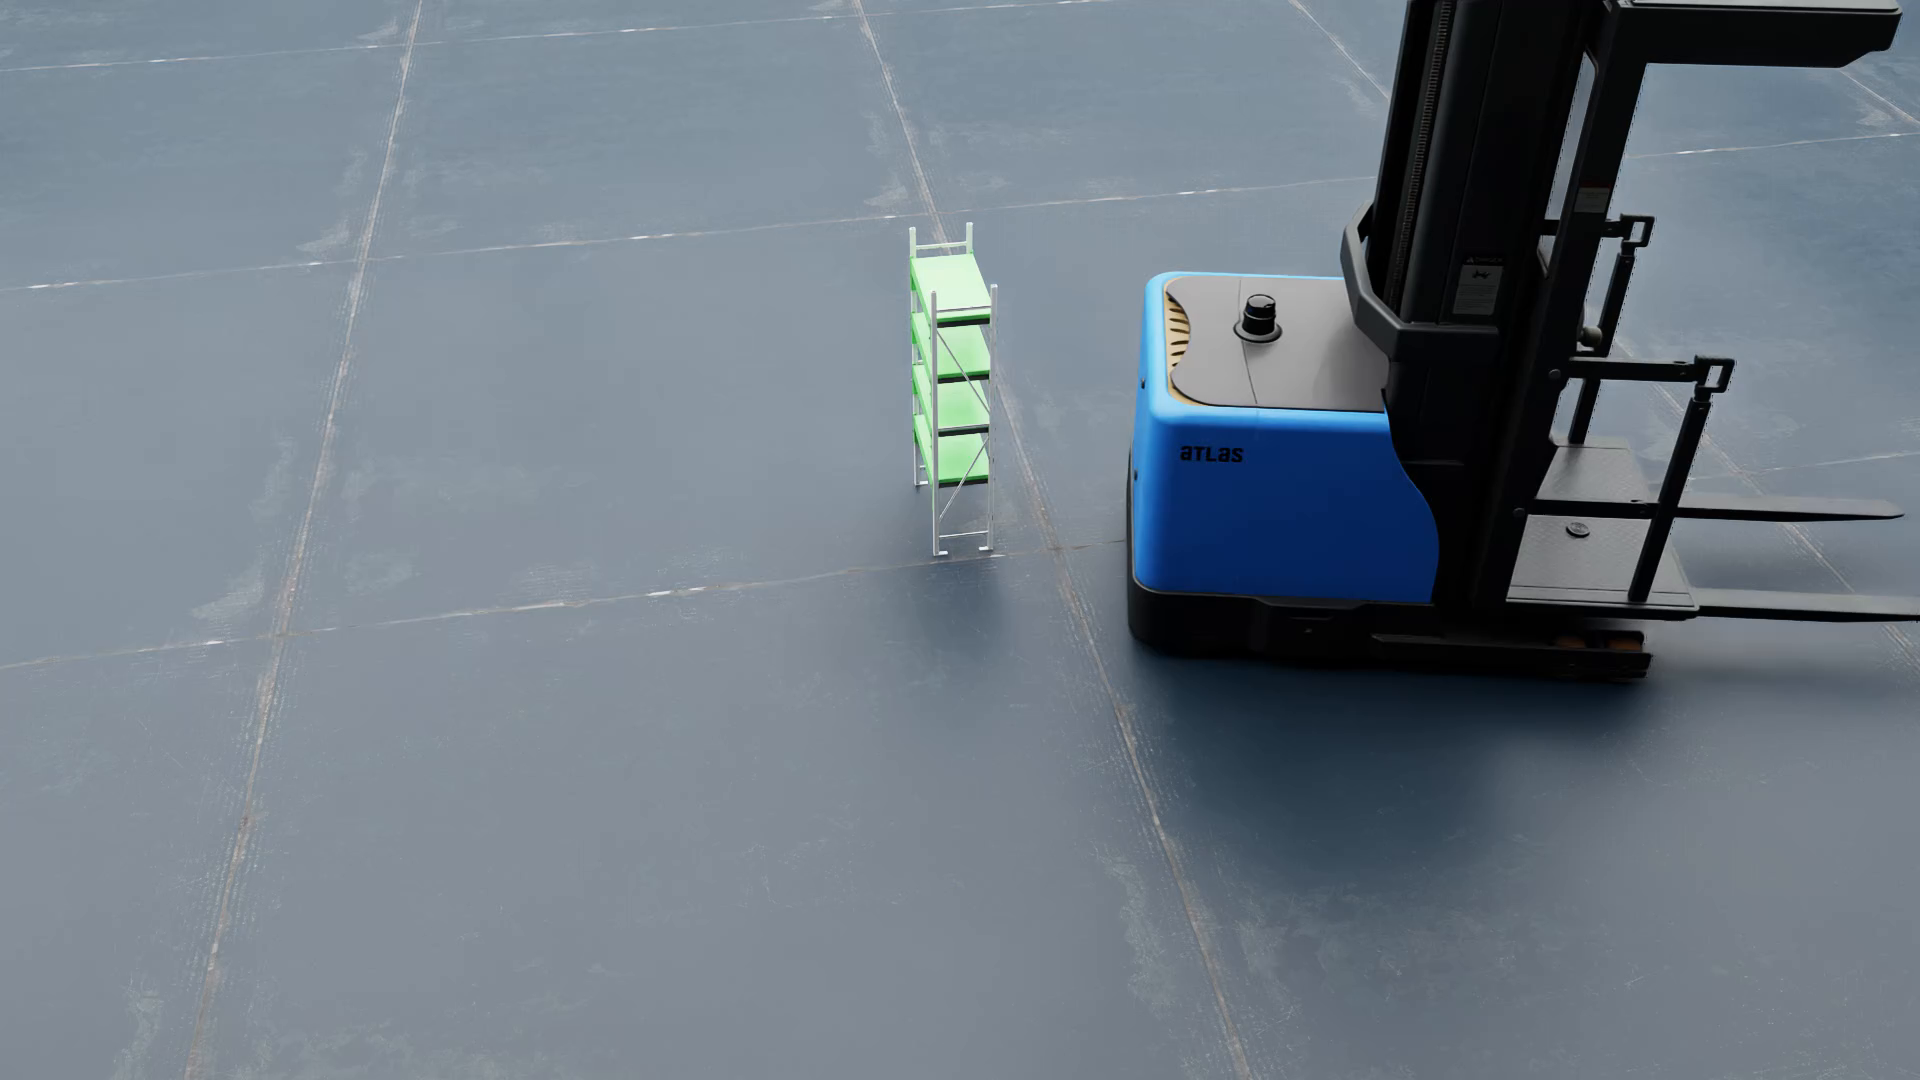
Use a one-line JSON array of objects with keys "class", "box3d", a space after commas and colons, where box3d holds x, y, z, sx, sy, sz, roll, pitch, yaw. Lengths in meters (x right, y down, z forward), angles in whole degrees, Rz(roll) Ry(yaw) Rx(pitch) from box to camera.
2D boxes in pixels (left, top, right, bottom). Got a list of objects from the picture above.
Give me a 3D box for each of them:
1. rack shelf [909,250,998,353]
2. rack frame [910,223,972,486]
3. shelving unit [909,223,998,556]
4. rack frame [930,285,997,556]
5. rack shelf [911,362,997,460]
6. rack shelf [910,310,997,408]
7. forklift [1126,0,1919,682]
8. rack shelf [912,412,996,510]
[{"class": "rack shelf", "box3d": [-0.029, -0.902, 6.255, 0.258, 0.148, 0.480, -6, 38, -8]}, {"class": "rack frame", "box3d": [-0.072, -0.721, 6.700, 0.240, 1.200, 0.015, -6, 38, -8]}, {"class": "shelving unit", "box3d": [-0.029, -0.574, 6.511, 0.258, 1.200, 0.503, -6, 38, -8]}, {"class": "rack frame", "box3d": [0.014, -0.426, 6.321, 0.240, 1.200, 0.015, -6, 38, -8]}, {"class": "rack shelf", "box3d": [-0.029, -0.523, 6.550, 0.258, 0.148, 0.480, -6, 38, -8]}, {"class": "rack shelf", "box3d": [-0.029, -0.713, 6.403, 0.258, 0.148, 0.480, -6, 38, -8]}, {"class": "forklift", "box3d": [2.170, -0.978, 5.620, 3.031, 2.935, 1.130, 3, 38, 3]}, {"class": "rack shelf", "box3d": [-0.029, -0.334, 6.697, 0.258, 0.148, 0.480, -6, 38, -8]}]
